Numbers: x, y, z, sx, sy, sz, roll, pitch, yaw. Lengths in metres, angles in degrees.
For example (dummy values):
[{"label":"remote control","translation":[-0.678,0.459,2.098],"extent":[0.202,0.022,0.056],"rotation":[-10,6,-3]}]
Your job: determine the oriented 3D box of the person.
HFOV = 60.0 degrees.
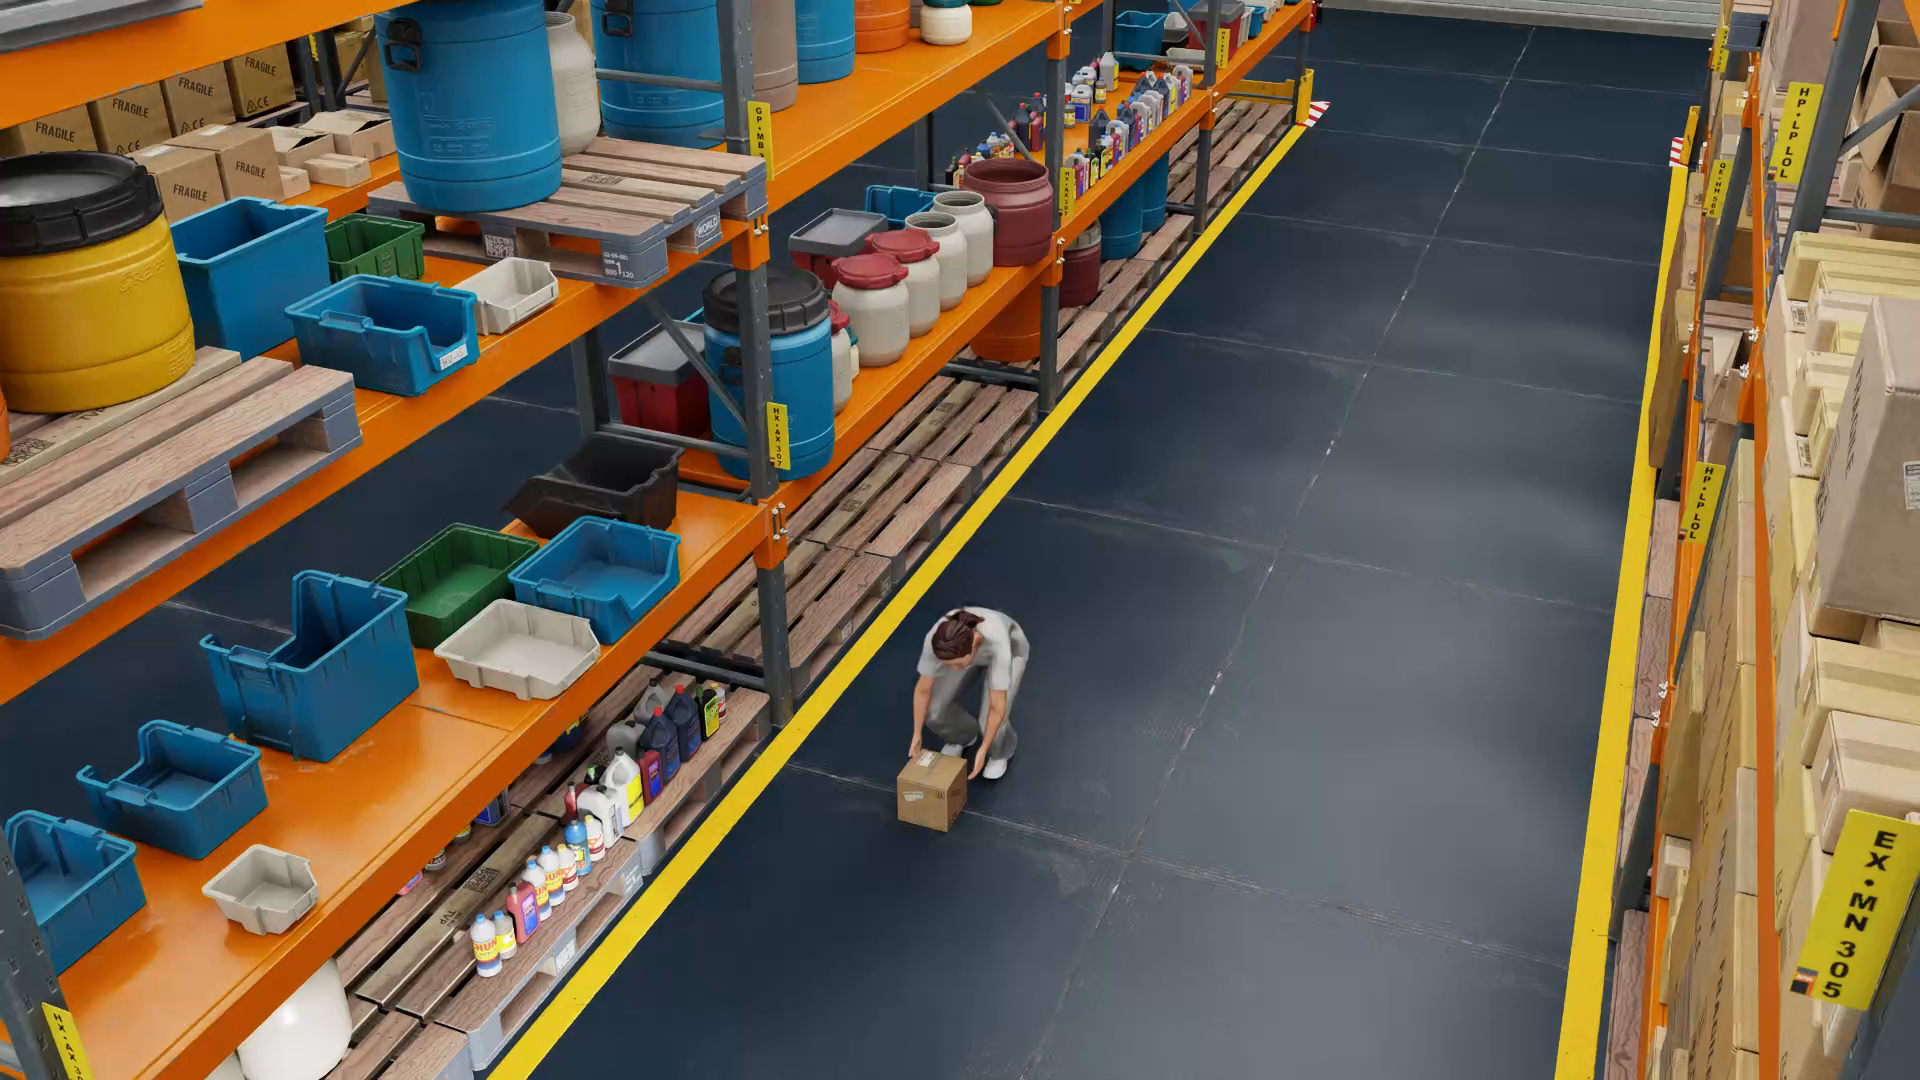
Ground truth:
[{"label":"person","translation":[0.073,0.678,7.867],"extent":[0.488,1.023,0.777],"rotation":[14,33,23]}]
